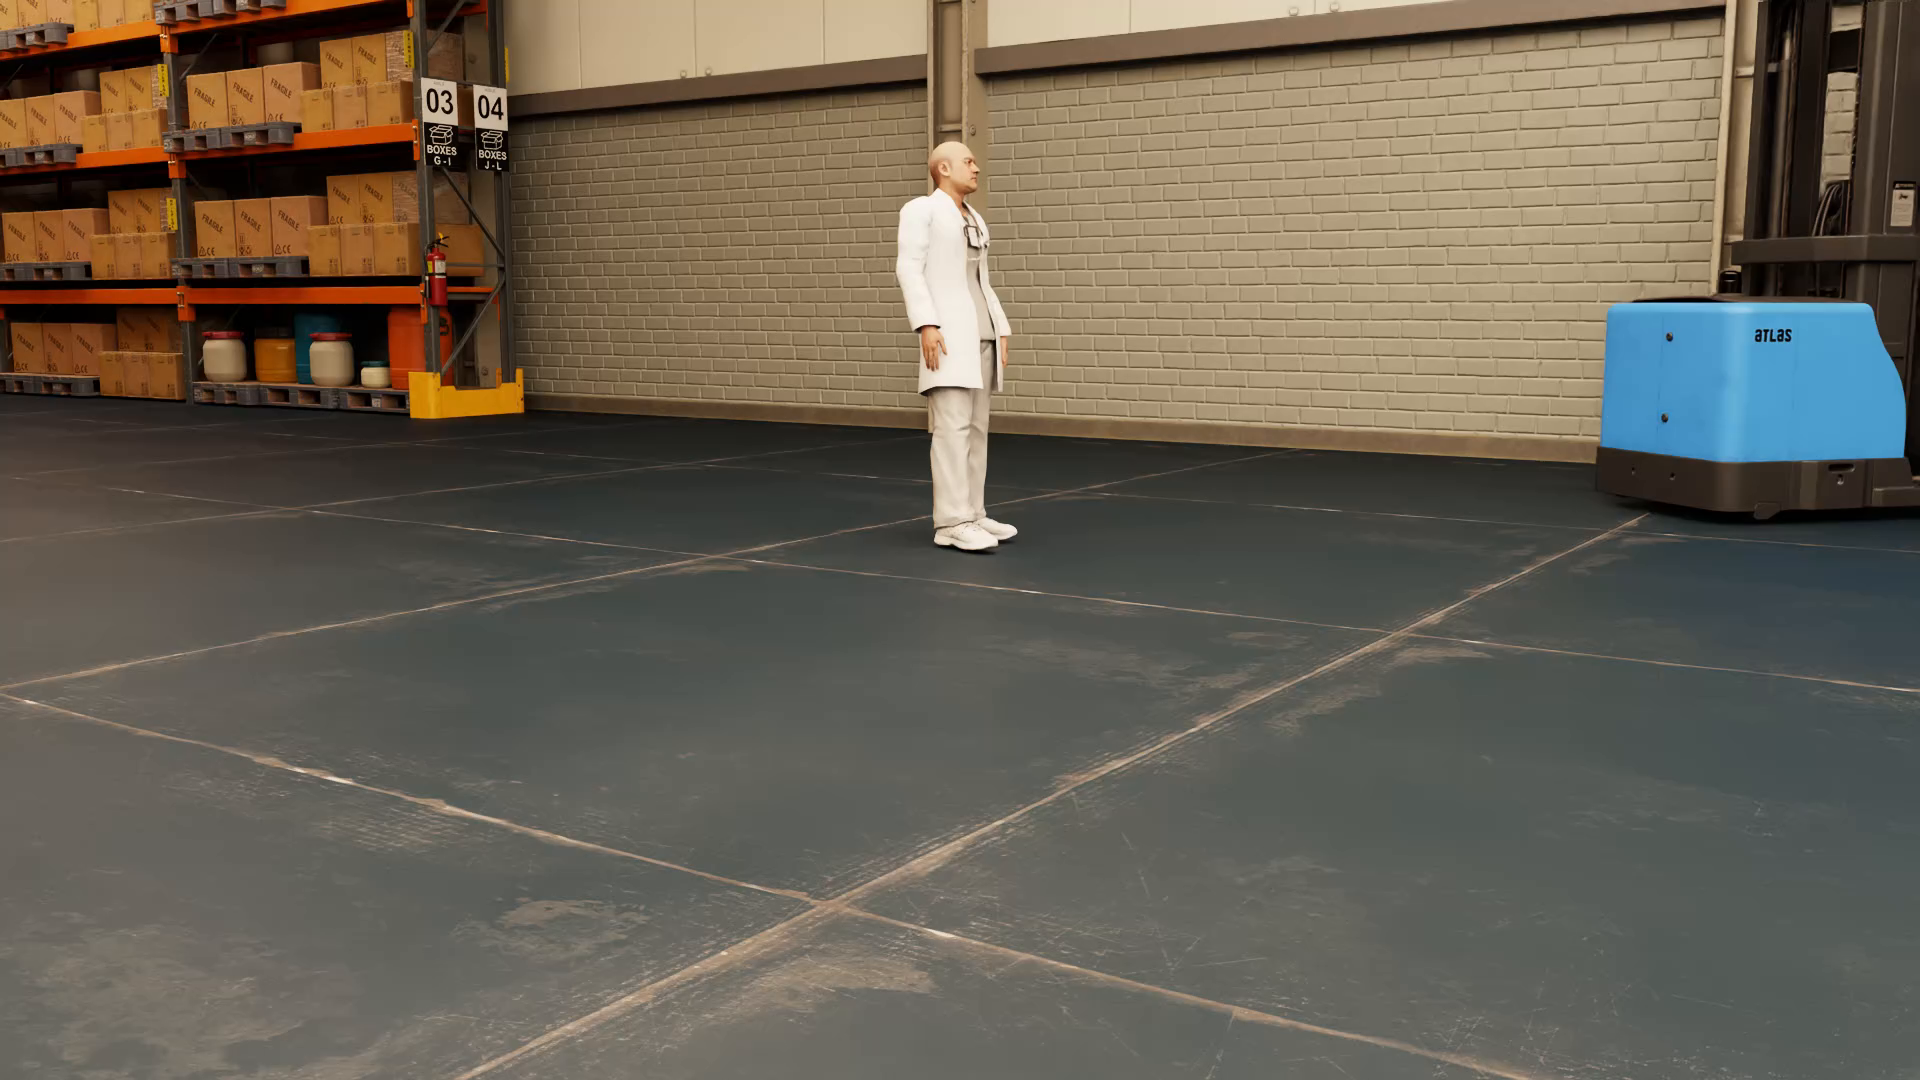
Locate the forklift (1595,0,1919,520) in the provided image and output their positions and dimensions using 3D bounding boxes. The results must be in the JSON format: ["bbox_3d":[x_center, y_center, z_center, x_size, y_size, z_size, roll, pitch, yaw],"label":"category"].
[{"bbox_3d":[4.993,-1.640,8.722,3.031,2.935,1.130,-2,8,-16],"label":"forklift"}]

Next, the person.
[{"bbox_3d":[0.074,-0.879,7.424,0.578,1.777,0.696,5,10,34],"label":"person"}]
